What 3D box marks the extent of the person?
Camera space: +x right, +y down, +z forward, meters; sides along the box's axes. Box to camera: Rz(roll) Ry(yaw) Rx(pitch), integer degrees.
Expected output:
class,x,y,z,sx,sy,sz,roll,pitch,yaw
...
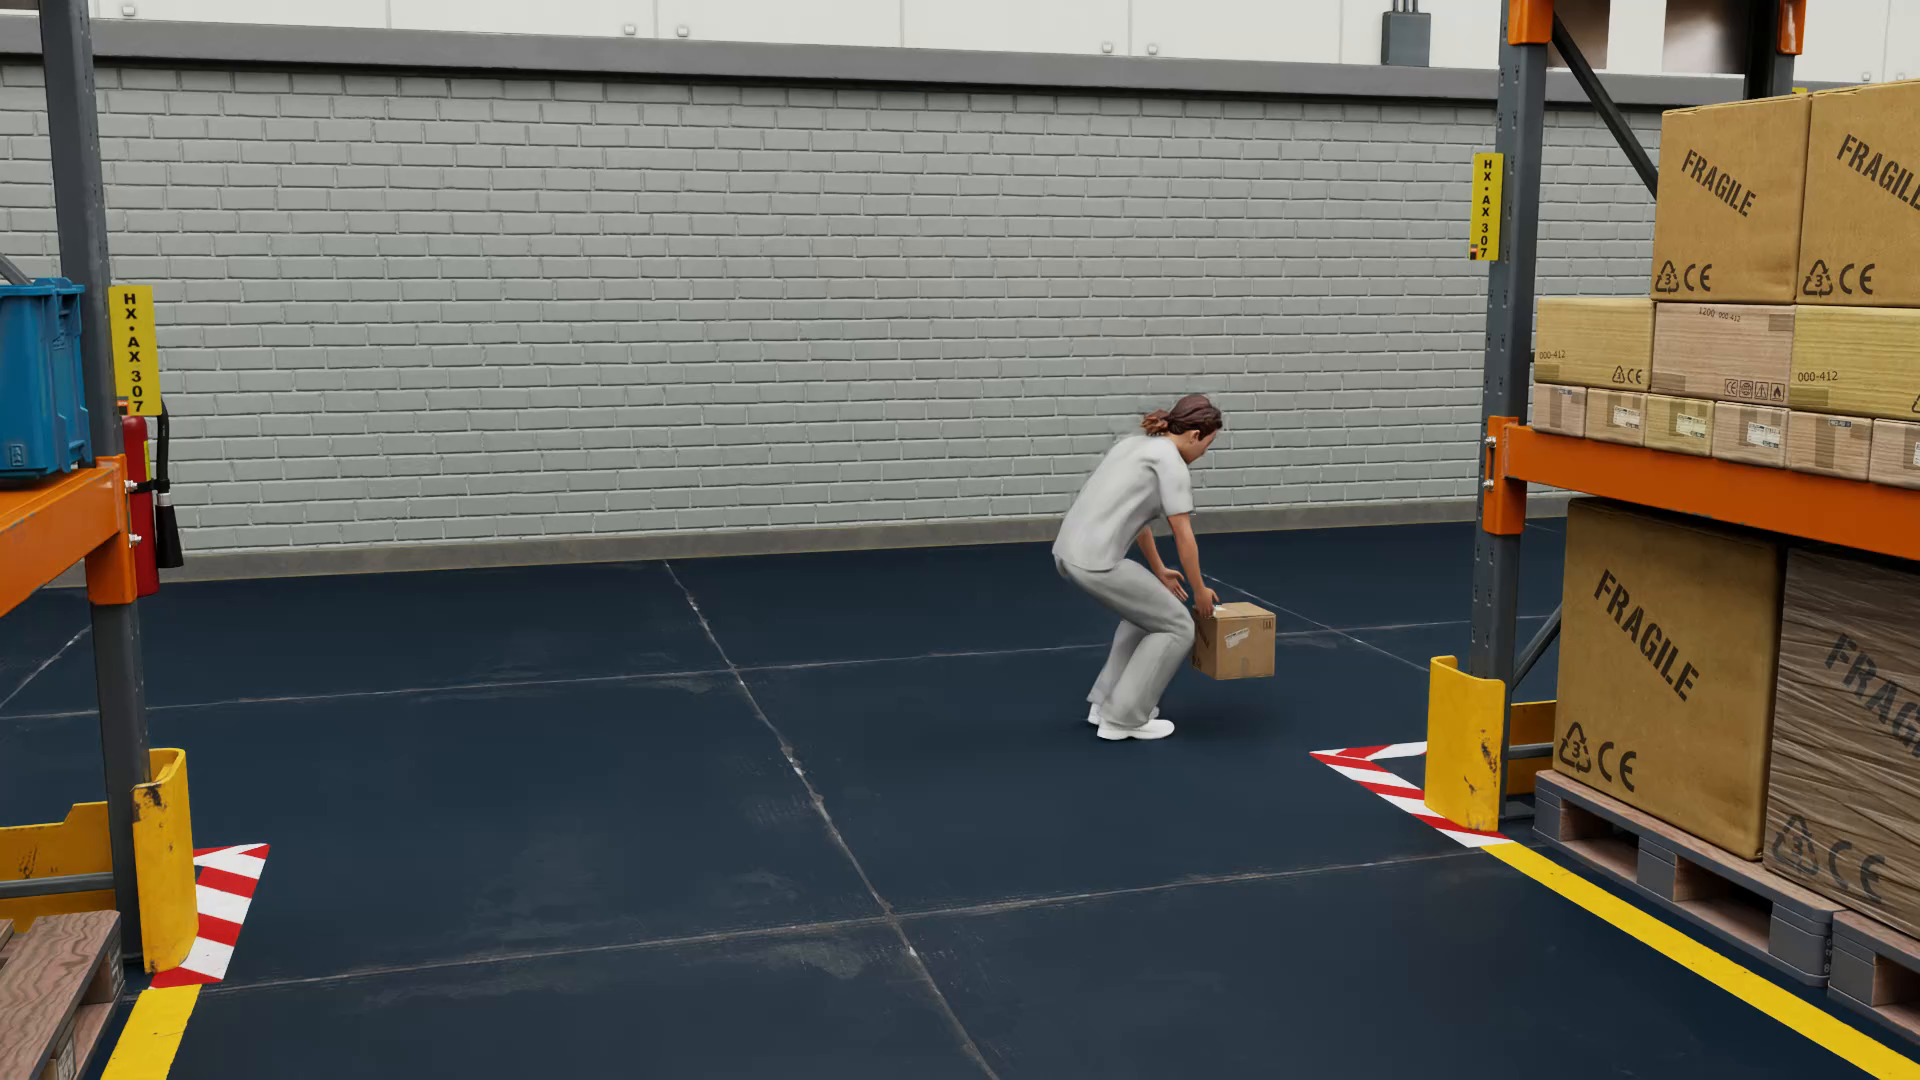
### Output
class,x,y,z,sx,sy,sz,roll,pitch,yaw
person,0.689,0.093,6.467,0.680,1.306,0.492,-3,10,-16
